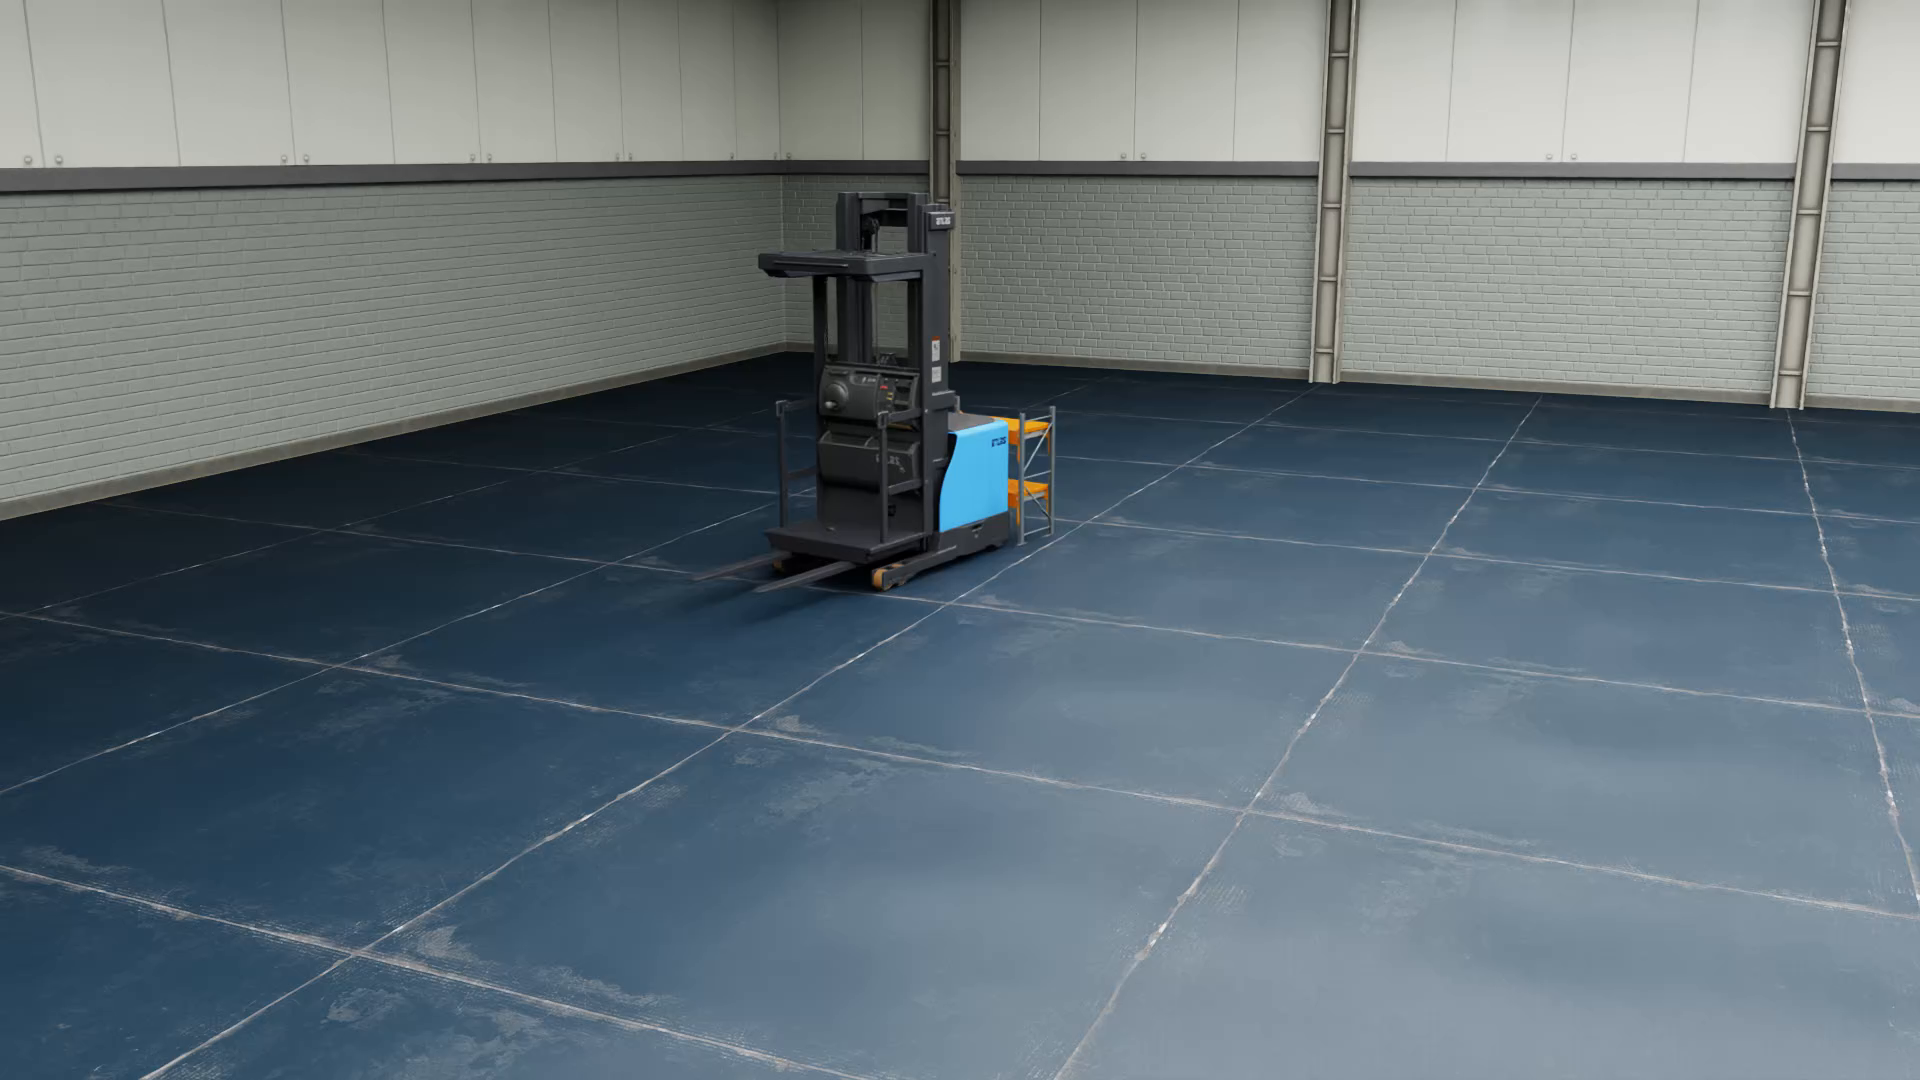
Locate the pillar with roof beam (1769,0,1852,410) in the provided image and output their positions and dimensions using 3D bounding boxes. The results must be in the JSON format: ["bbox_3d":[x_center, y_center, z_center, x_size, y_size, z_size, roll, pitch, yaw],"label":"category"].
[{"bbox_3d":[9.000,-5.212,16.766,0.400,9.000,9.100,6,14,23],"label":"pillar with roof beam"}]

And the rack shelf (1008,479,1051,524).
[{"bbox_3d":[0.244,-0.382,14.492,1.000,0.278,0.538,10,16,36],"label":"rack shelf"}]

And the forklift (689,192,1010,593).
[{"bbox_3d":[-0.832,-1.168,12.817,1.130,2.935,3.031,9,16,34],"label":"forklift"}]

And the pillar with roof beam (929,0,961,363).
[{"bbox_3d":[-1.971,-6.322,21.498,0.400,9.000,9.100,6,14,23],"label":"pillar with roof beam"}]

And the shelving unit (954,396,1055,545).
[{"bbox_3d":[0.244,-0.620,14.436,1.048,1.125,0.538,10,16,36],"label":"shelving unit"}]

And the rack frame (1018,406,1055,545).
[{"bbox_3d":[0.652,-0.551,14.141,0.032,1.125,0.500,10,16,36],"label":"rack frame"}]

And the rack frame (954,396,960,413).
[{"bbox_3d":[-0.164,-0.690,14.731,0.032,1.125,0.500,10,16,36],"label":"rack frame"}]

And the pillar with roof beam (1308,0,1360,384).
[{"bbox_3d":[3.514,-5.767,19.132,0.400,9.000,9.100,6,14,23],"label":"pillar with roof beam"}]

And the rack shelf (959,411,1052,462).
[{"bbox_3d":[0.244,-0.905,14.369,1.000,0.278,0.538,10,16,36],"label":"rack shelf"}]
